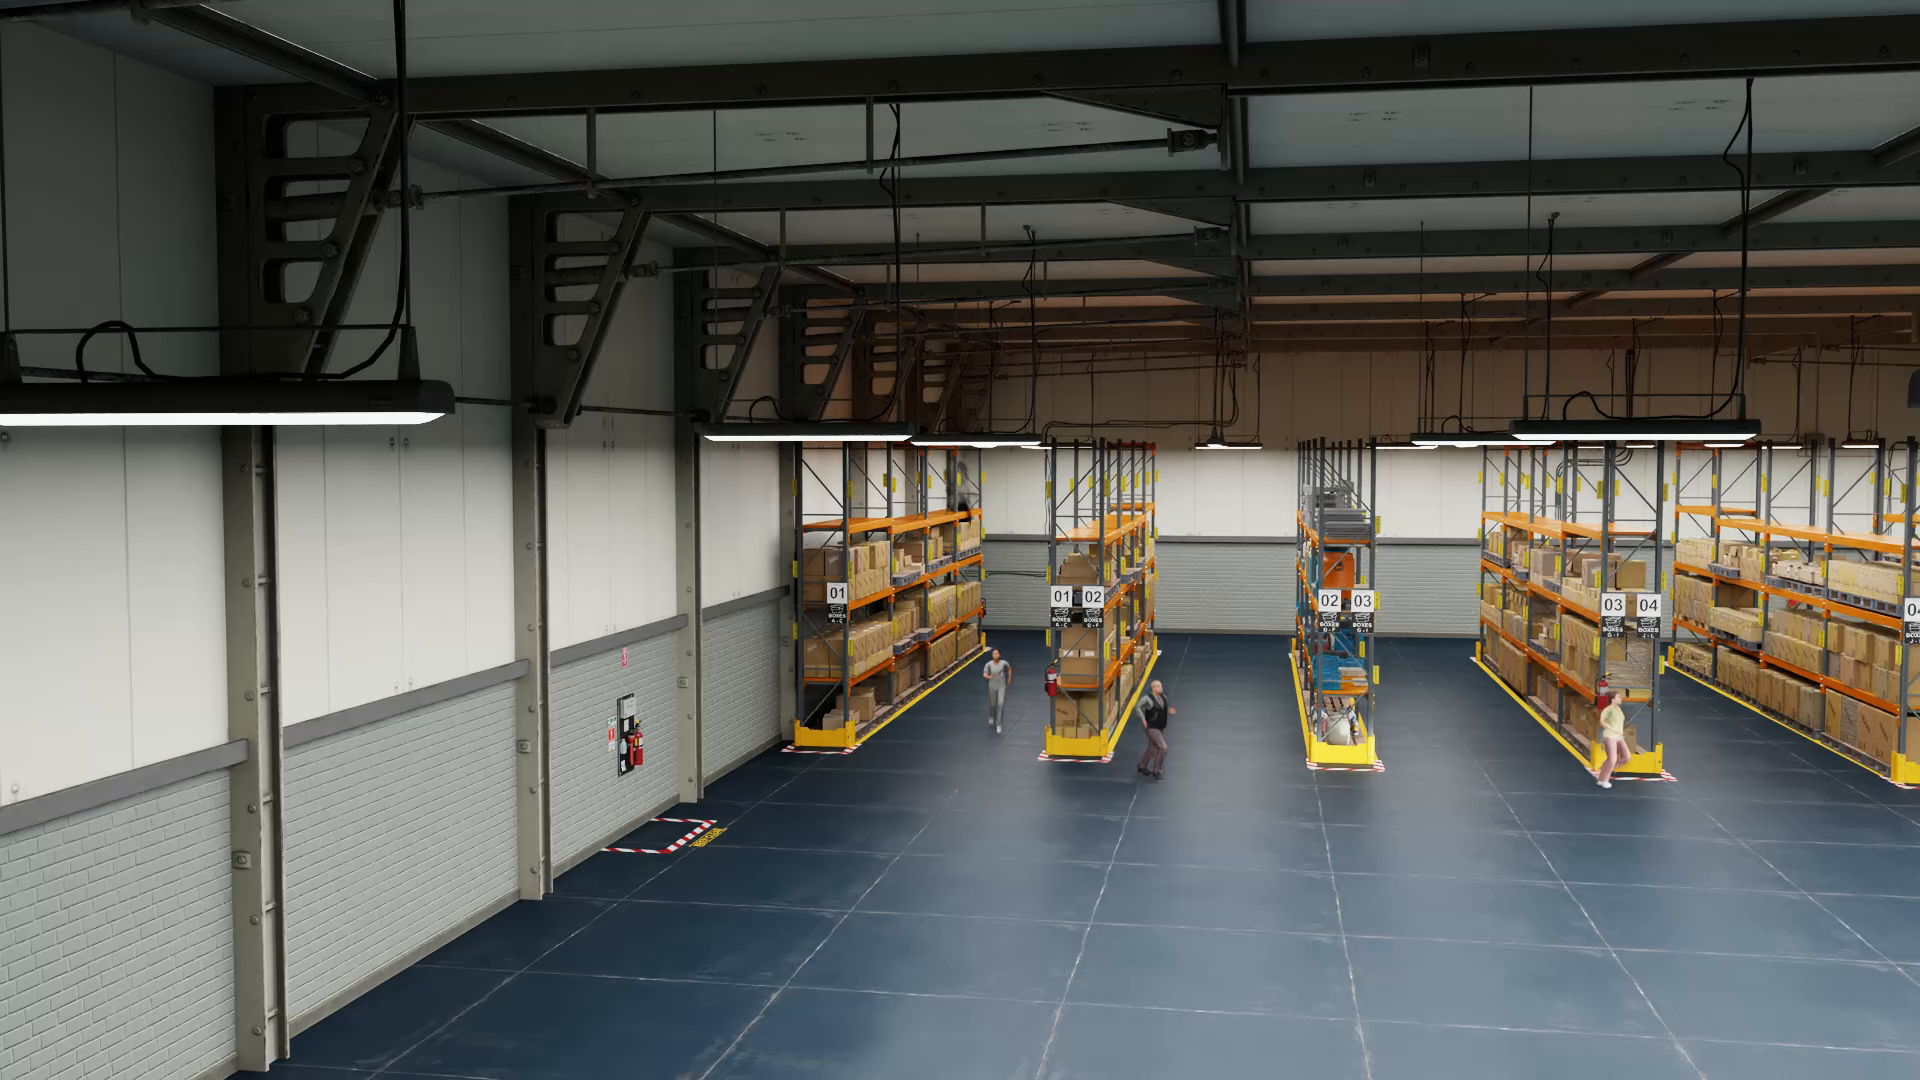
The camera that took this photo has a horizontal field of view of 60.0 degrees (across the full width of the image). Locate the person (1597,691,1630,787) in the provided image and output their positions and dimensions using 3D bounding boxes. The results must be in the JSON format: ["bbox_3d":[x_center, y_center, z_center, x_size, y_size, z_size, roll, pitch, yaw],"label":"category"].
[{"bbox_3d":[11.223,3.407,28.491,0.598,1.626,0.505,-2,4,-35],"label":"person"}]

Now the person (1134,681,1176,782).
[{"bbox_3d":[3.423,3.341,29.063,0.767,1.790,0.626,3,4,42],"label":"person"}]

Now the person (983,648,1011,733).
[{"bbox_3d":[0.766,3.071,34.291,0.572,1.695,0.955,0,3,3],"label":"person"}]

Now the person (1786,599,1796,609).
[{"bbox_3d":[22.690,2.463,45.363,0.634,1.746,0.656,0,3,5],"label":"person"}]
